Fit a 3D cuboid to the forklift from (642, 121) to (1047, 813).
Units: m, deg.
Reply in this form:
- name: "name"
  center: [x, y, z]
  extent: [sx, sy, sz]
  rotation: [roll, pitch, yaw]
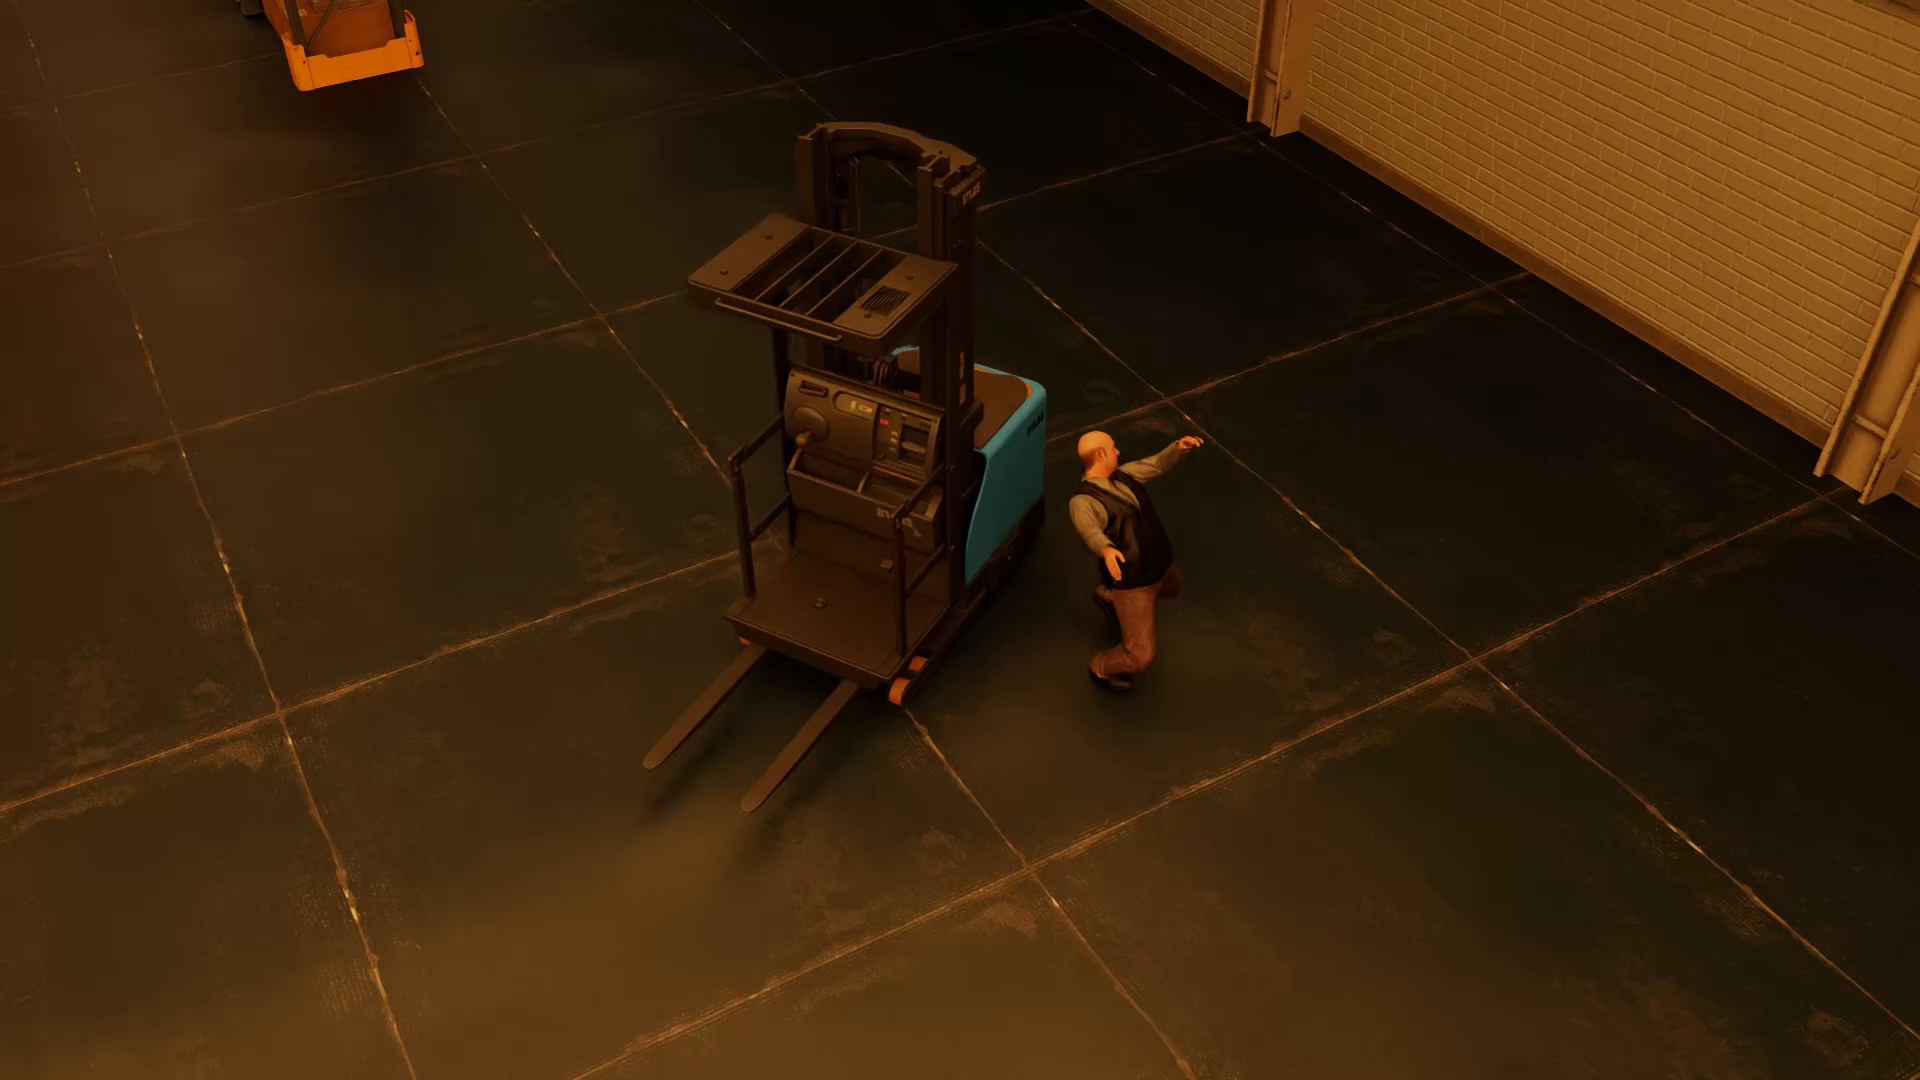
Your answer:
- name: "forklift"
  center: [-0.624, -0.538, 8.685]
  extent: [1.130, 2.935, 3.031]
  rotation: [19, 43, 22]

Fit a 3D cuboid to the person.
- name: "person"
  center: [0.819, 0.170, 8.873]
  extent: [0.665, 1.549, 1.046]
  rotation: [16, 42, 18]
